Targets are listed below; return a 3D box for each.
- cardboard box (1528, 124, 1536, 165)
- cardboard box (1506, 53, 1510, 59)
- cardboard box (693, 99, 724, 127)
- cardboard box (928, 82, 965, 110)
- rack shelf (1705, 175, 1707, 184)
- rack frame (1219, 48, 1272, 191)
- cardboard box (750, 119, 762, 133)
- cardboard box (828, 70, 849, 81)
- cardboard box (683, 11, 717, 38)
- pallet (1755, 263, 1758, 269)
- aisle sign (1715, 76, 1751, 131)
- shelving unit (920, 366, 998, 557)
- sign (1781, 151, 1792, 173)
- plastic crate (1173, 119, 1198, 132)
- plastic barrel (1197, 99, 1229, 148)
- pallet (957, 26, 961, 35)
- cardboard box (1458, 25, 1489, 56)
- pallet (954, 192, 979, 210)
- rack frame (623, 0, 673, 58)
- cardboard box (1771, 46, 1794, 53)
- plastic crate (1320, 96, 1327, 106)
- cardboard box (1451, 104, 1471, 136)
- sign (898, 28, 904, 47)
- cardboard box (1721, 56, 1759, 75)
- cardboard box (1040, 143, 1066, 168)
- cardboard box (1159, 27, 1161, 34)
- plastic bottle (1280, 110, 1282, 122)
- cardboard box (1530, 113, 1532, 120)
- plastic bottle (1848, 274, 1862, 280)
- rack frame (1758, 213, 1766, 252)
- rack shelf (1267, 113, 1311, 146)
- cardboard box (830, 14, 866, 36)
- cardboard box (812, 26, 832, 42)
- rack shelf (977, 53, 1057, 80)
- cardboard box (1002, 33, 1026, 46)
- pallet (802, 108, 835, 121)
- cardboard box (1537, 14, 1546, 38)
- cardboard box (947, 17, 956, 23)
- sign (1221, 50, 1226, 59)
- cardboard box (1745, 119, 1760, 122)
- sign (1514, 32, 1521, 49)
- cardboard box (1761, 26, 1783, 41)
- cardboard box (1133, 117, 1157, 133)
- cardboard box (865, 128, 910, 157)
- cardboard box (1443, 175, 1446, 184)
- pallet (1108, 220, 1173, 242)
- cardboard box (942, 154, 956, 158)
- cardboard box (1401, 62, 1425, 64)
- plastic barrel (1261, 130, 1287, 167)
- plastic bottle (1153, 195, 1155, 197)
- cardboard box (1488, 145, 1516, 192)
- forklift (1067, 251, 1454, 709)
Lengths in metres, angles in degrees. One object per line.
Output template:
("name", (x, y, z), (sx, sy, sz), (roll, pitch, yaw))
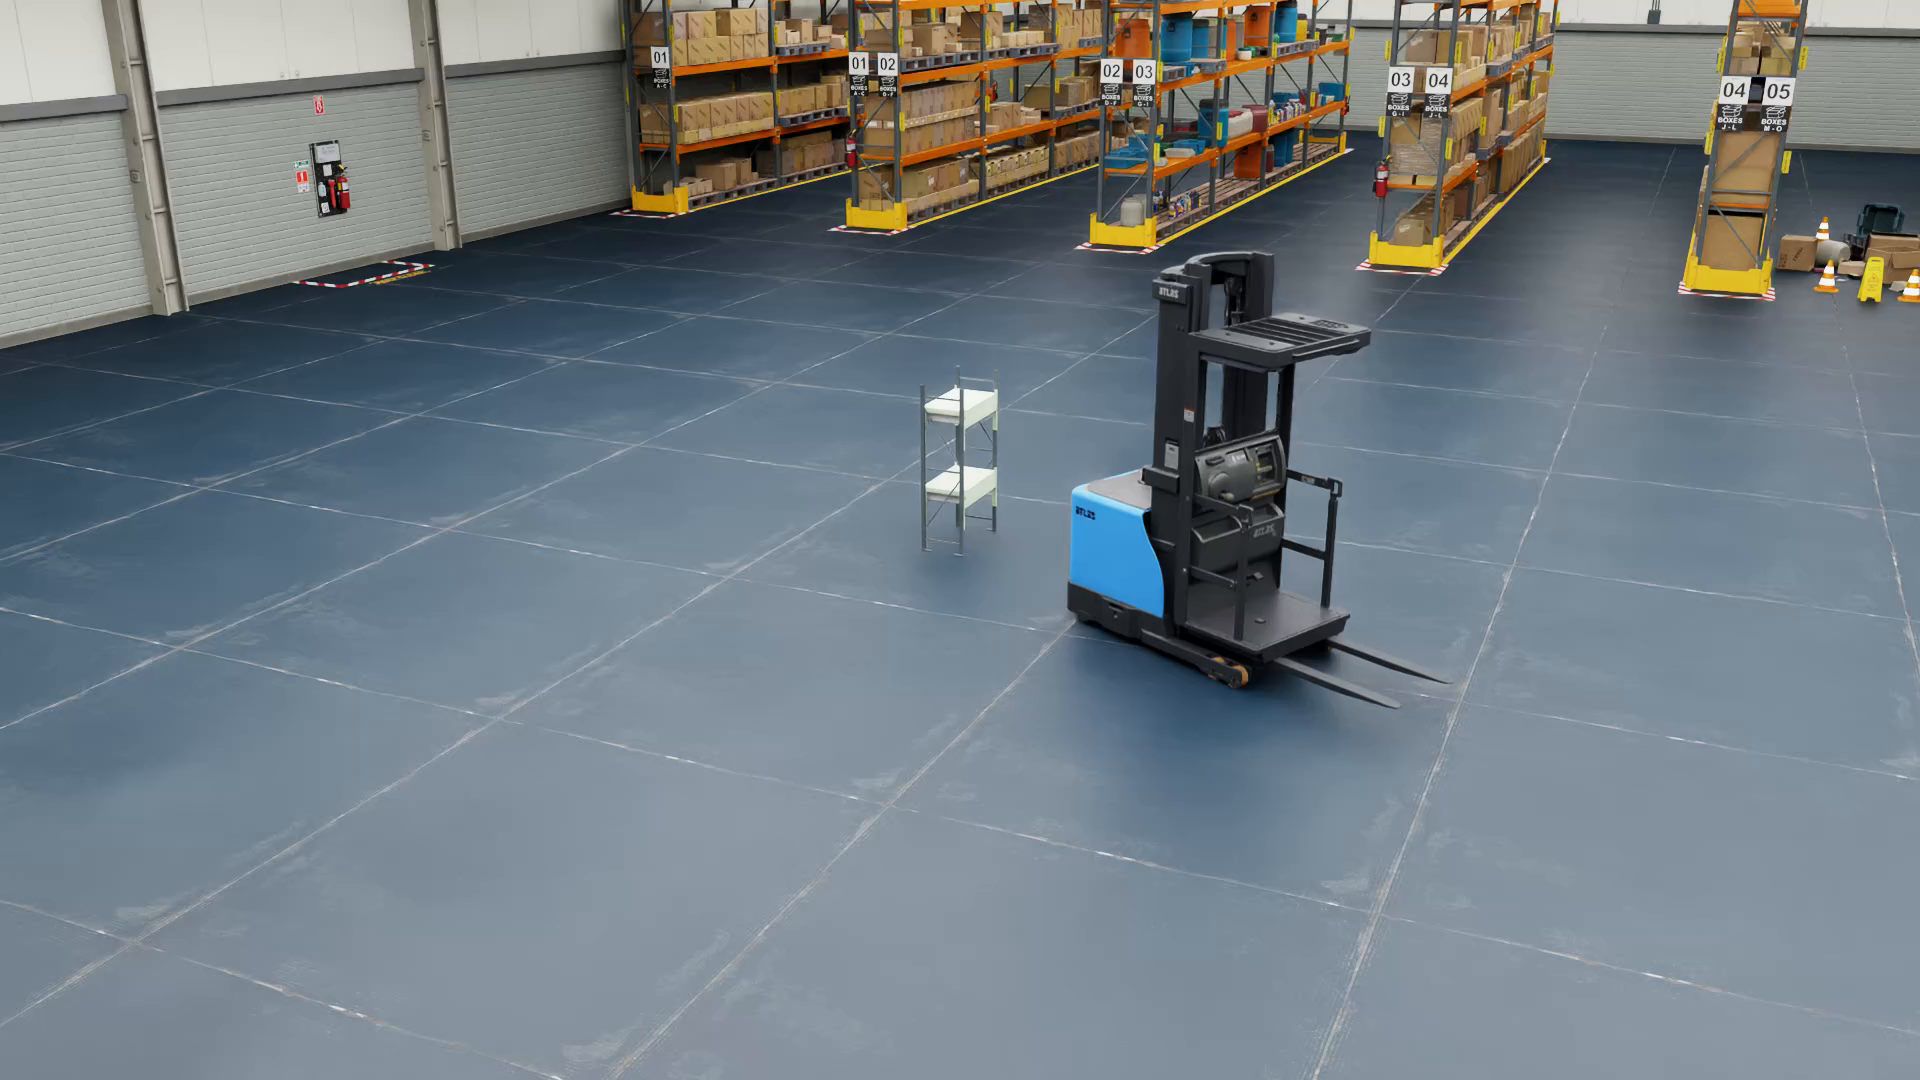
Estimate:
("cardboard box", (13.081, -9.368, 39.331), (0.875, 0.875, 0.875), (9, 21, 23))
("cardboard box", (10.569, -9.493, 32.885), (0.500, 0.250, 0.500), (8, 21, 23))
("cardboard box", (-5.203, -8.780, 34.207), (0.500, 0.500, 0.500), (8, 21, 21))
("cardboard box", (-0.325, -8.987, 33.631), (0.700, 0.500, 0.500), (8, 21, 23))
("rack shelf", (14.396, -6.821, 30.698), (1.077, 0.370, 4.000), (9, 21, 23))
("rack frame", (6.213, -9.162, 36.208), (1.000, 3.000, 0.127), (9, 21, 23))
("cardboard box", (-4.593, -8.900, 35.665), (0.500, 0.250, 0.500), (9, 21, 23))
("cardboard box", (-2.877, -11.246, 40.325), (0.500, 0.250, 0.500), (9, 22, 24))
("cardboard box", (-5.271, -10.406, 33.558), (0.500, 0.500, 0.500), (9, 22, 24))
("pallet", (12.195, -4.267, 26.605), (1.003, 0.211, 1.213), (9, 21, 23))
("aisle sign", (11.636, -6.570, 25.039), (0.394, 0.787, 0.004), (9, 21, 23))
("shelving unit", (-0.003, -0.705, 14.665), (0.431, 1.500, 0.755), (9, 21, 23))
("sign", (12.443, -5.693, 25.042), (0.100, 0.325, 0.005), (9, 21, 23))
("plastic crate", (4.494, -8.160, 33.293), (0.402, 0.464, 0.583), (9, 21, 23))
("plastic barrel", (5.009, -8.252, 32.901), (0.600, 0.901, 0.708), (9, 21, 23))
("pallet", (-0.342, -13.736, 44.725), (1.003, 0.211, 1.213), (9, 21, 23))
("cardboard box", (9.142, -8.923, 29.721), (0.500, 0.500, 0.500), (8, 21, 21))
("pallet", (-0.307, -7.069, 34.484), (1.003, 0.211, 1.213), (9, 21, 23))
("rack frame", (-6.102, -10.903, 32.149), (1.000, 3.000, 0.127), (9, 21, 23))
("cardboard box", (12.470, -7.376, 25.118), (0.380, 0.149, 0.250), (9, 21, 23))
("plastic crate", (8.882, -10.894, 41.239), (0.416, 0.233, 0.300), (9, 21, 23))
("cardboard box", (8.543, -7.285, 28.844), (0.500, 0.500, 0.500), (9, 21, 23))
("sign", (-1.077, -9.182, 30.364), (0.100, 0.325, 0.005), (9, 21, 23))
("cardboard box", (11.884, -7.241, 25.334), (0.500, 0.250, 0.500), (9, 21, 23))
("cardboard box", (2.142, -8.972, 38.749), (0.500, 0.500, 0.500), (10, 22, 25))
("cardboard box", (5.001, -13.438, 43.978), (0.500, 0.250, 0.500), (9, 21, 23))
("plastic bottle", (7.230, -9.574, 37.559), (0.097, 0.271, 0.097), (0, 20, 0))
("cardboard box", (12.901, -9.712, 38.129), (0.380, 0.149, 0.250), (8, 21, 21))
("plastic bottle", (14.388, -4.246, 26.771), (0.133, 0.061, 0.283), (1, 20, 4))
("rack frame", (13.577, -6.548, 28.858), (1.000, 3.000, 0.127), (9, 21, 23))
("rack shelf", (7.032, -9.435, 38.048), (1.077, 0.370, 4.000), (9, 21, 23))
("cardboard box", (-2.683, -12.343, 39.869), (0.700, 0.500, 0.500), (7, 21, 18))
("cardboard box", (-3.441, -11.609, 38.429), (0.797, 0.503, 0.637), (12, 23, 30))
("rack shelf", (0.876, -10.306, 36.021), (1.077, 0.370, 4.000), (9, 21, 23))
("cardboard box", (1.118, -10.901, 36.218), (0.500, 0.250, 0.500), (8, 21, 22))
("pallet", (-3.599, -9.820, 38.345), (1.003, 0.211, 1.213), (9, 21, 23))
("cardboard box", (13.203, -11.962, 38.680), (0.700, 0.500, 0.500), (10, 22, 25))
("cardboard box", (-0.443, -13.661, 43.829), (0.500, 0.250, 0.500), (8, 21, 22))
("sign", (5.072, -9.278, 32.044), (0.100, 0.325, 0.005), (9, 21, 23))
("cardboard box", (12.719, -6.526, 26.961), (0.875, 0.550, 0.500), (9, 21, 23))
("sign", (11.225, -10.064, 33.497), (0.100, 0.325, 0.005), (9, 21, 23))
("cardboard box", (15.912, -9.919, 32.568), (0.396, 0.266, 0.258), (9, 21, 23))
("cardboard box", (4.973, -11.118, 44.782), (0.500, 0.500, 0.500), (9, 21, 23))
("cardboard box", (-1.378, -7.585, 31.626), (0.700, 0.500, 0.500), (9, 21, 23))
("cardboard box", (7.909, -6.047, 27.823), (0.380, 0.149, 0.250), (9, 21, 23))
("pallet", (3.262, -5.680, 30.579), (1.003, 0.211, 1.213), (9, 21, 23))
("cardboard box", (-0.418, -7.777, 34.671), (0.500, 0.500, 0.500), (9, 21, 23))
("cardboard box", (7.591, -7.937, 27.916), (0.380, 0.149, 0.250), (9, 21, 23))
("plastic barrel", (7.322, -9.214, 38.858), (0.600, 0.901, 0.708), (9, 21, 23))
("plastic bottle", (3.762, -6.564, 32.316), (0.097, 0.271, 0.097), (0, 20, 0))
("cardboard box", (11.033, -7.887, 35.168), (1.225, 0.875, 0.875), (8, 21, 20))
("forklift", (2.187, -0.506, 11.971), (1.130, 2.935, 3.031), (-16, 25, -38))
